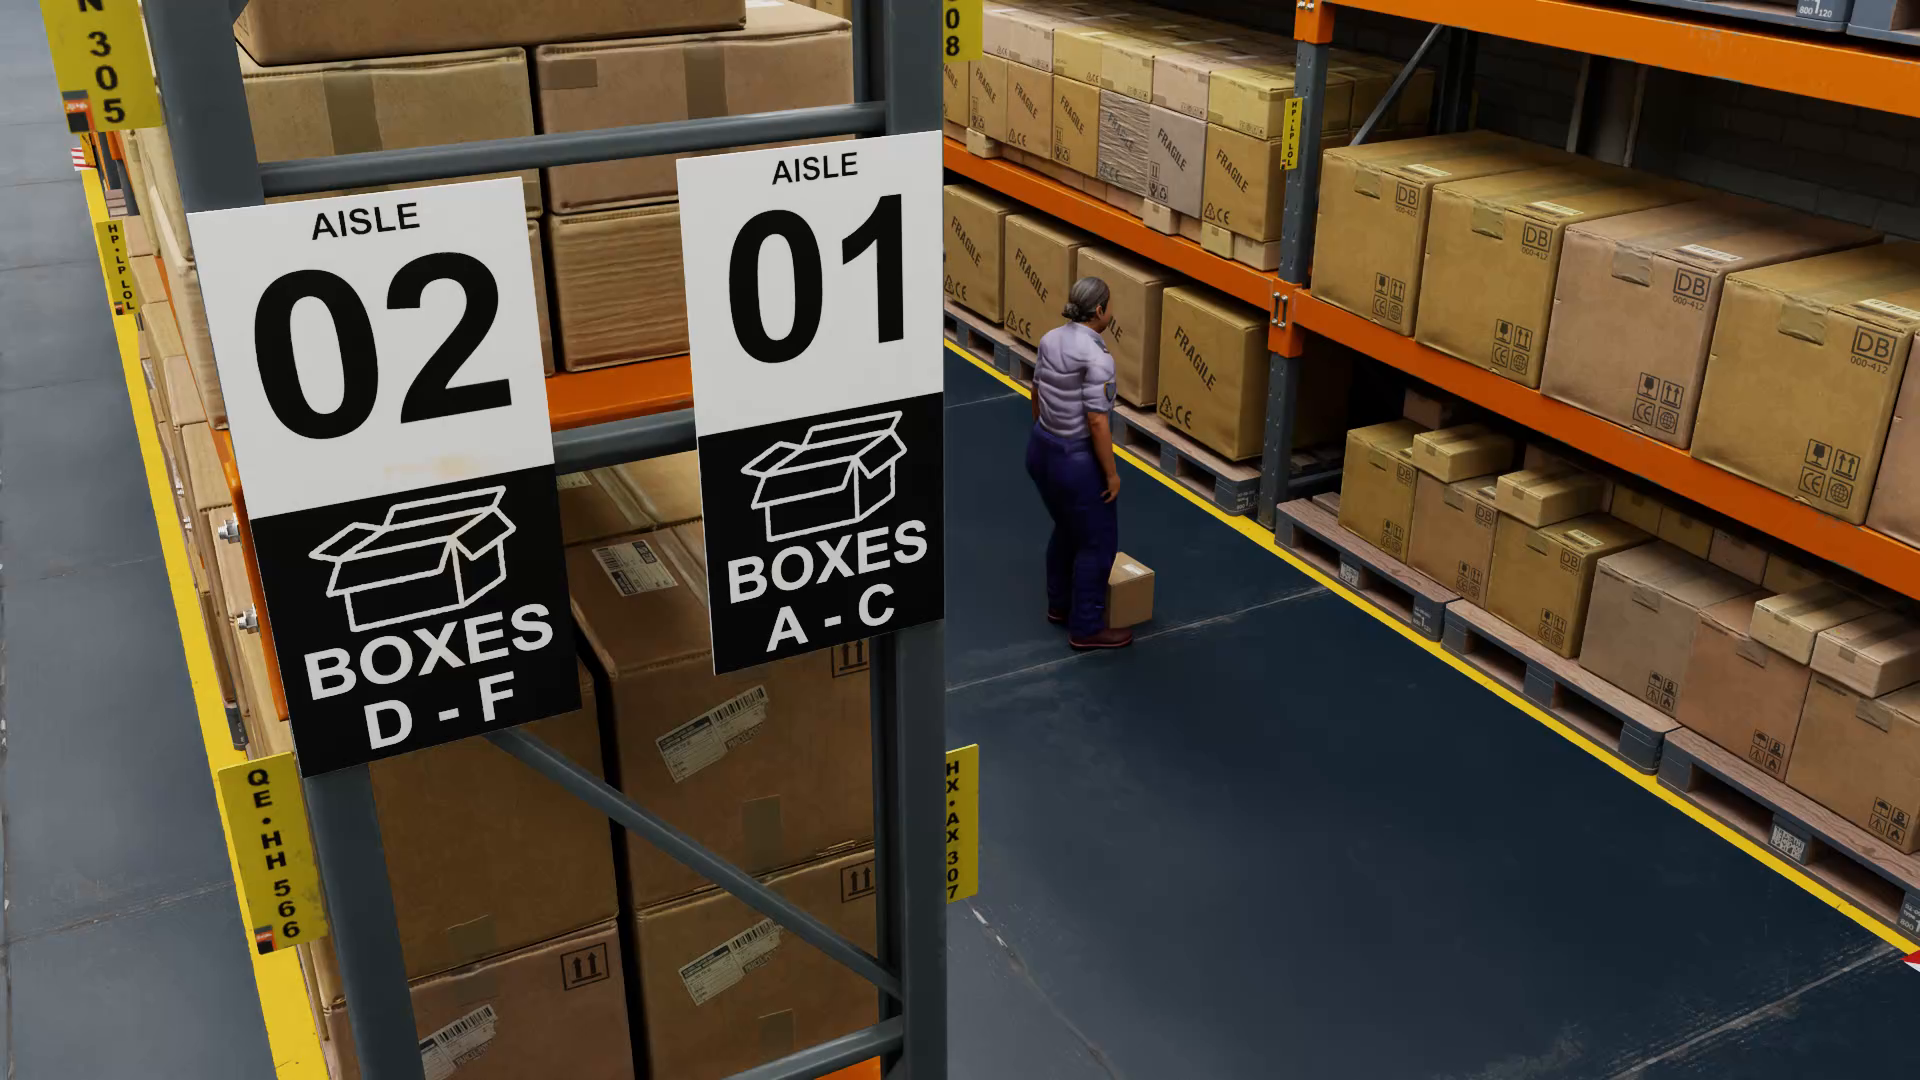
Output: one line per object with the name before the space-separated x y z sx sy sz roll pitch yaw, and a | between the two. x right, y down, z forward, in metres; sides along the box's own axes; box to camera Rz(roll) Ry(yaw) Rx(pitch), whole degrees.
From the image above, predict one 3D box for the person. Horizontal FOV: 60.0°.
person | 0.539 -0.345 7.338 0.425 1.651 0.558 -15 29 -28
